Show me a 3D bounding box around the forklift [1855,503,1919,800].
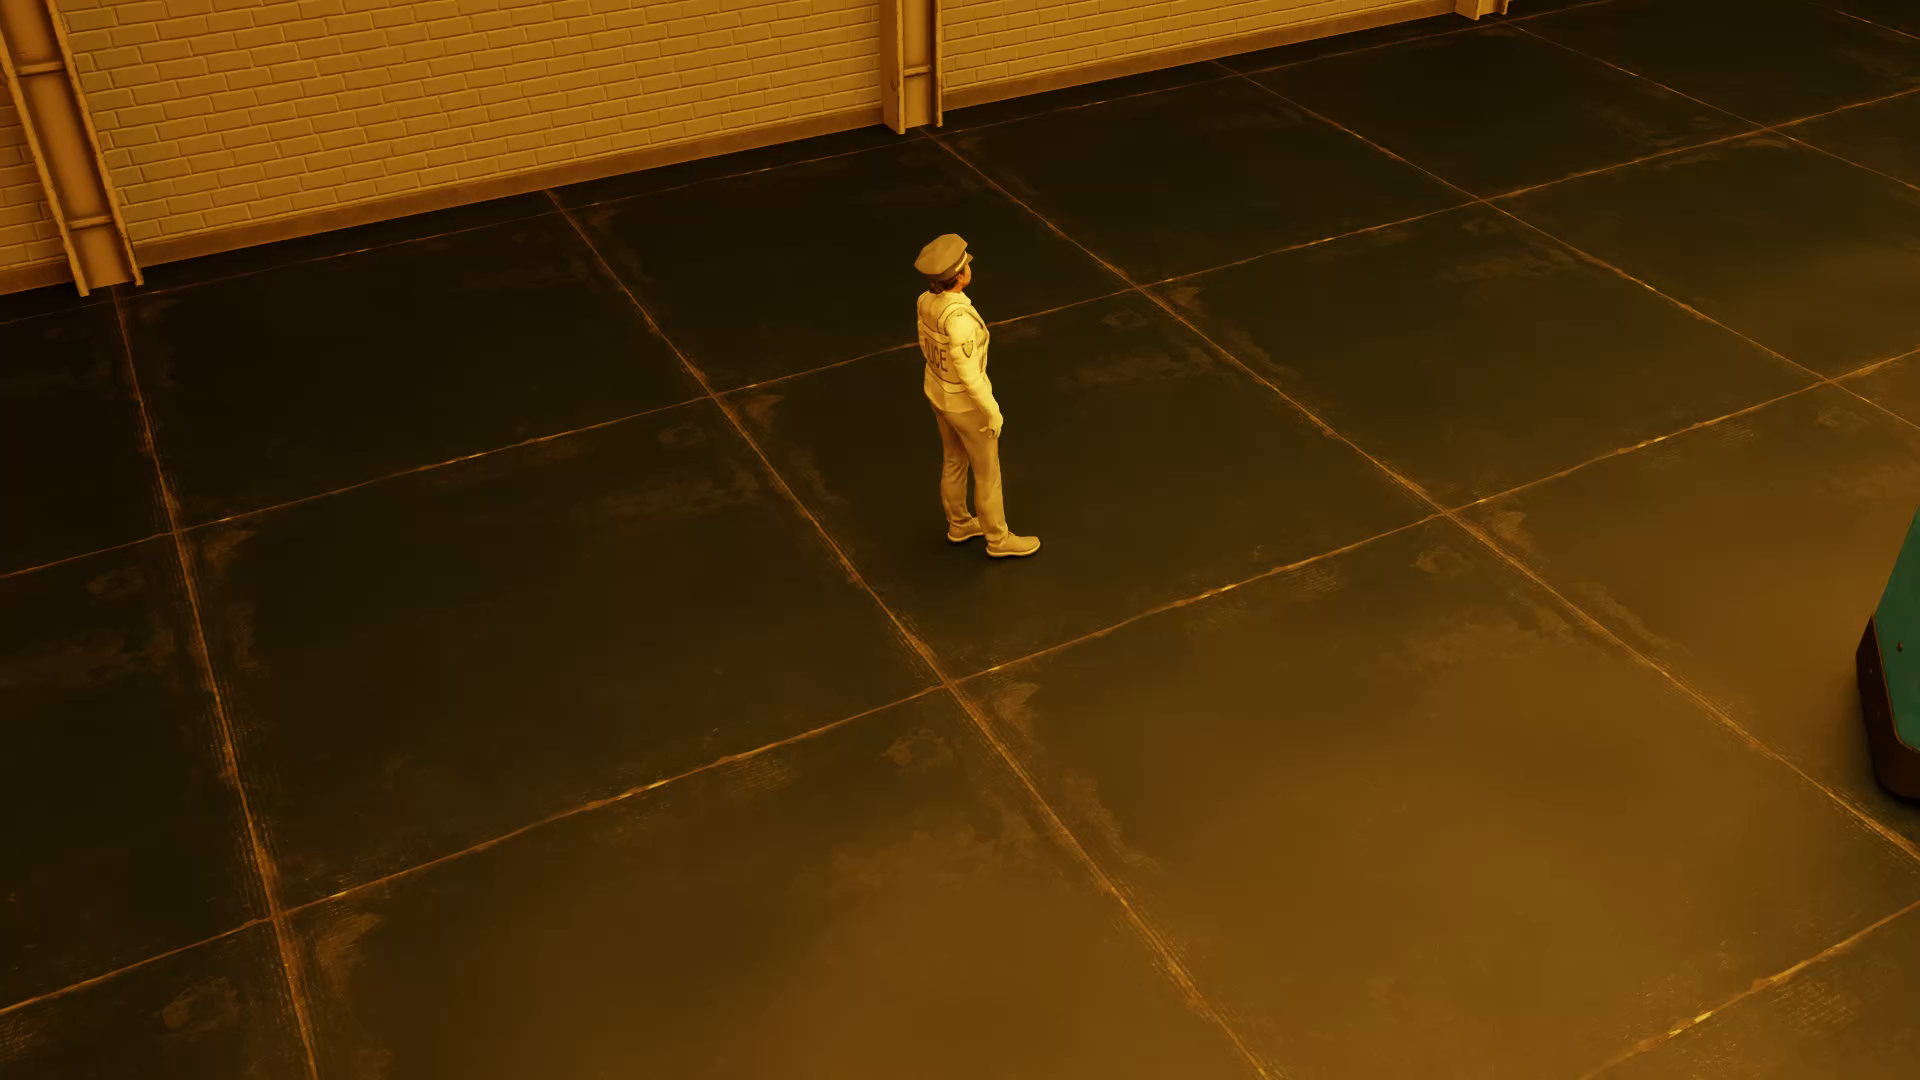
[{"bbox_3d":[5.491,-0.090,6.251,3.031,2.935,1.130,11,37,15],"label":"forklift"}]

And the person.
[{"bbox_3d":[0.064,-0.713,8.190,0.530,1.694,0.586,-17,39,-23],"label":"person"}]
